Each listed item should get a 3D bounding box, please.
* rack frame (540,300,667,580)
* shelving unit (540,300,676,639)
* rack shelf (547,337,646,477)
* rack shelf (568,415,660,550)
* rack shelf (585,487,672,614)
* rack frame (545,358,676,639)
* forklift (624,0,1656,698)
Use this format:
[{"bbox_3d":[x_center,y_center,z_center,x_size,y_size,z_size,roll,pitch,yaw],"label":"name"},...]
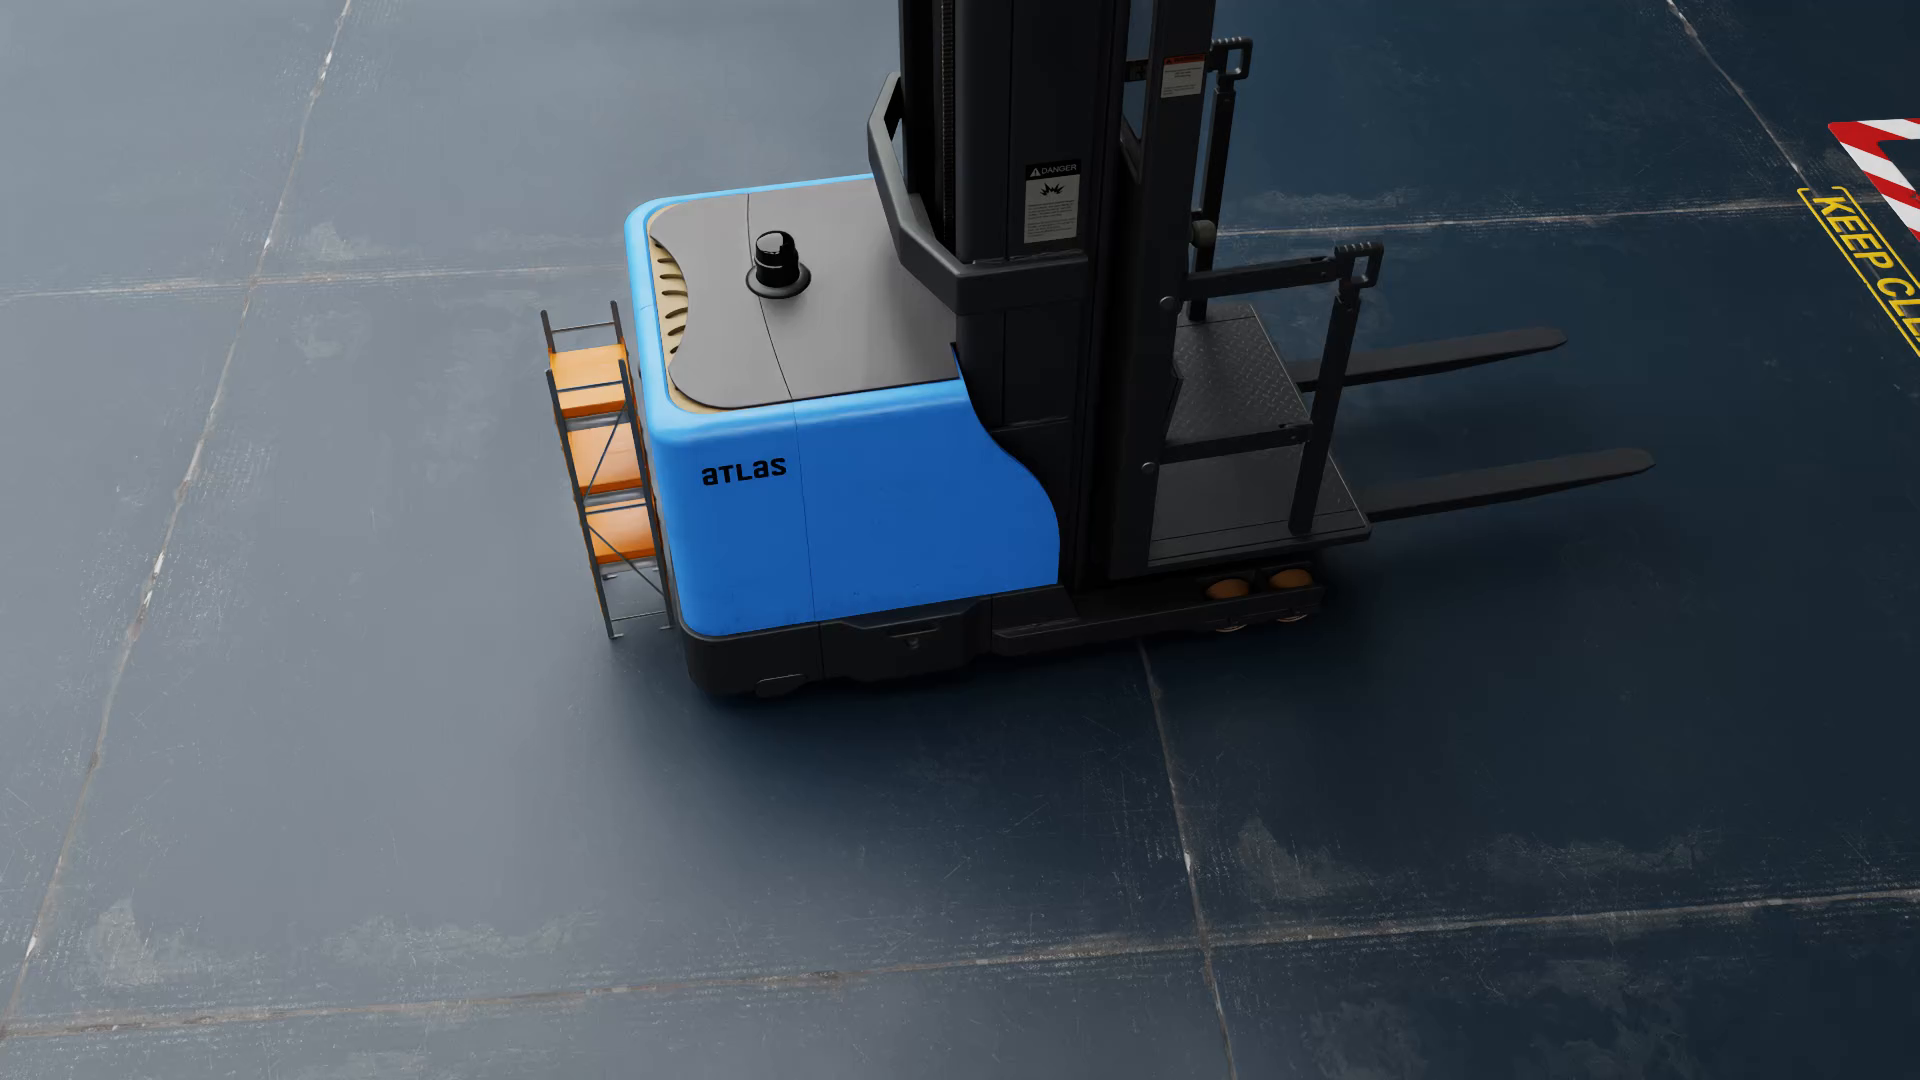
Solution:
[{"bbox_3d":[-1.008,-0.257,4.770,0.200,1.050,0.008,-9,47,-9],"label":"rack frame"},{"bbox_3d":[-0.980,-0.170,4.688,0.215,1.050,0.252,-9,47,-9],"label":"shelving unit"},{"bbox_3d":[-0.980,-0.358,4.490,0.215,0.259,0.240,-9,47,-9],"label":"rack shelf"},{"bbox_3d":[-0.980,-0.163,4.696,0.215,0.259,0.240,-9,47,-9],"label":"rack shelf"},{"bbox_3d":[-0.980,0.028,4.898,0.215,0.259,0.240,-9,47,-9],"label":"rack shelf"},{"bbox_3d":[-0.953,-0.084,4.606,0.200,1.050,0.008,-9,47,-9],"label":"rack frame"},{"bbox_3d":[0.614,-1.102,4.275,3.031,2.935,1.130,-9,47,-8],"label":"forklift"}]
